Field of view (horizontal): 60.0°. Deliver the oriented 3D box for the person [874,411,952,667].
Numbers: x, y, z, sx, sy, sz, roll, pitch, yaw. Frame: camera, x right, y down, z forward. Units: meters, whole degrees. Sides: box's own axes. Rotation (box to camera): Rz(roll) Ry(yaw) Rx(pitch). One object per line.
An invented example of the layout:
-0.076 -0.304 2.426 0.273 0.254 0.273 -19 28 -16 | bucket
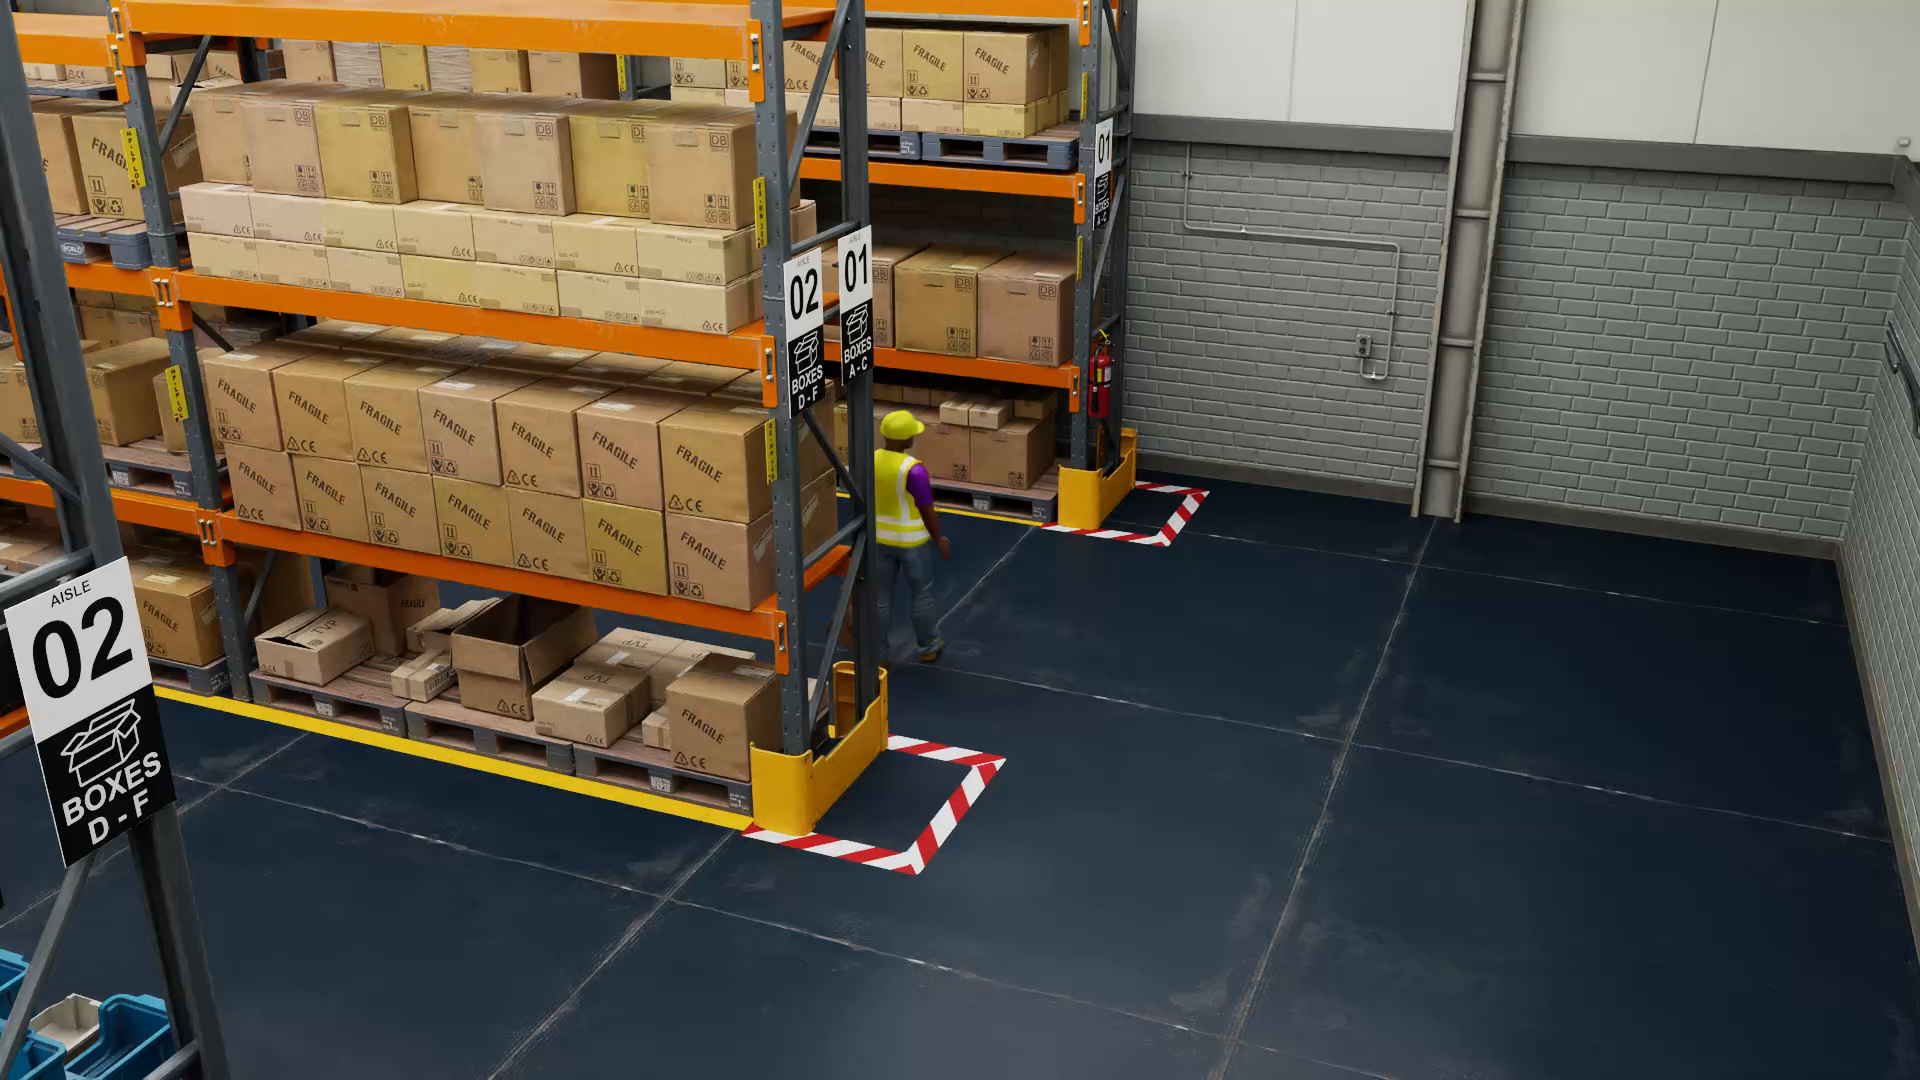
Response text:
-0.346 -0.033 10.912 0.624 1.766 0.539 13 25 28 | person
